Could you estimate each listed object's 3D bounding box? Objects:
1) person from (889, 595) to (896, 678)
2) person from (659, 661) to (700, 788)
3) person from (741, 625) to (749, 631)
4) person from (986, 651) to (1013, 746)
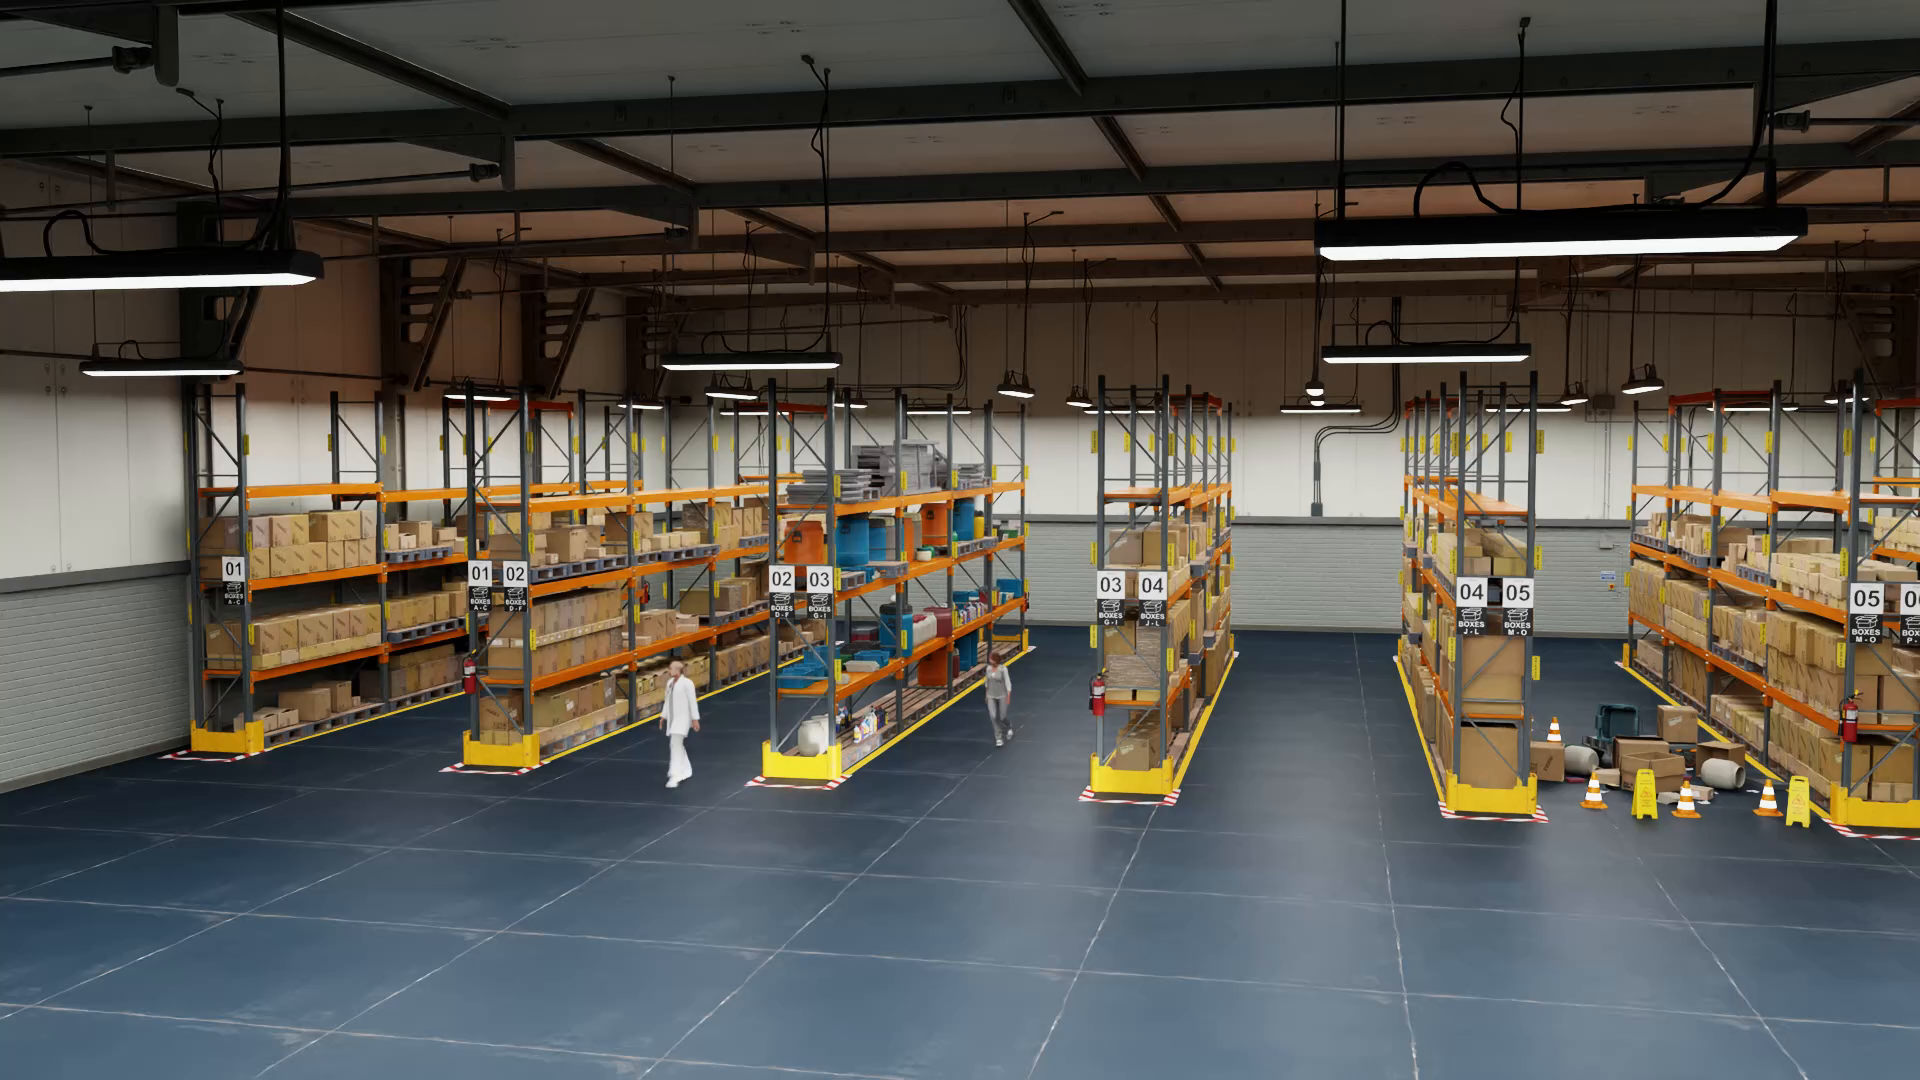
[{"bbox_3d":[-1.454,2.063,35.619,0.593,1.785,0.461,1,3,10],"label":"person"},{"bbox_3d":[-4.242,2.712,24.683,0.685,1.818,0.642,-3,5,-44],"label":"person"},{"bbox_3d":[-5.437,1.805,41.530,0.428,1.582,1.056,1,4,23],"label":"person"},{"bbox_3d":[0.648,2.627,27.740,0.499,1.550,0.644,1,3,19],"label":"person"}]
